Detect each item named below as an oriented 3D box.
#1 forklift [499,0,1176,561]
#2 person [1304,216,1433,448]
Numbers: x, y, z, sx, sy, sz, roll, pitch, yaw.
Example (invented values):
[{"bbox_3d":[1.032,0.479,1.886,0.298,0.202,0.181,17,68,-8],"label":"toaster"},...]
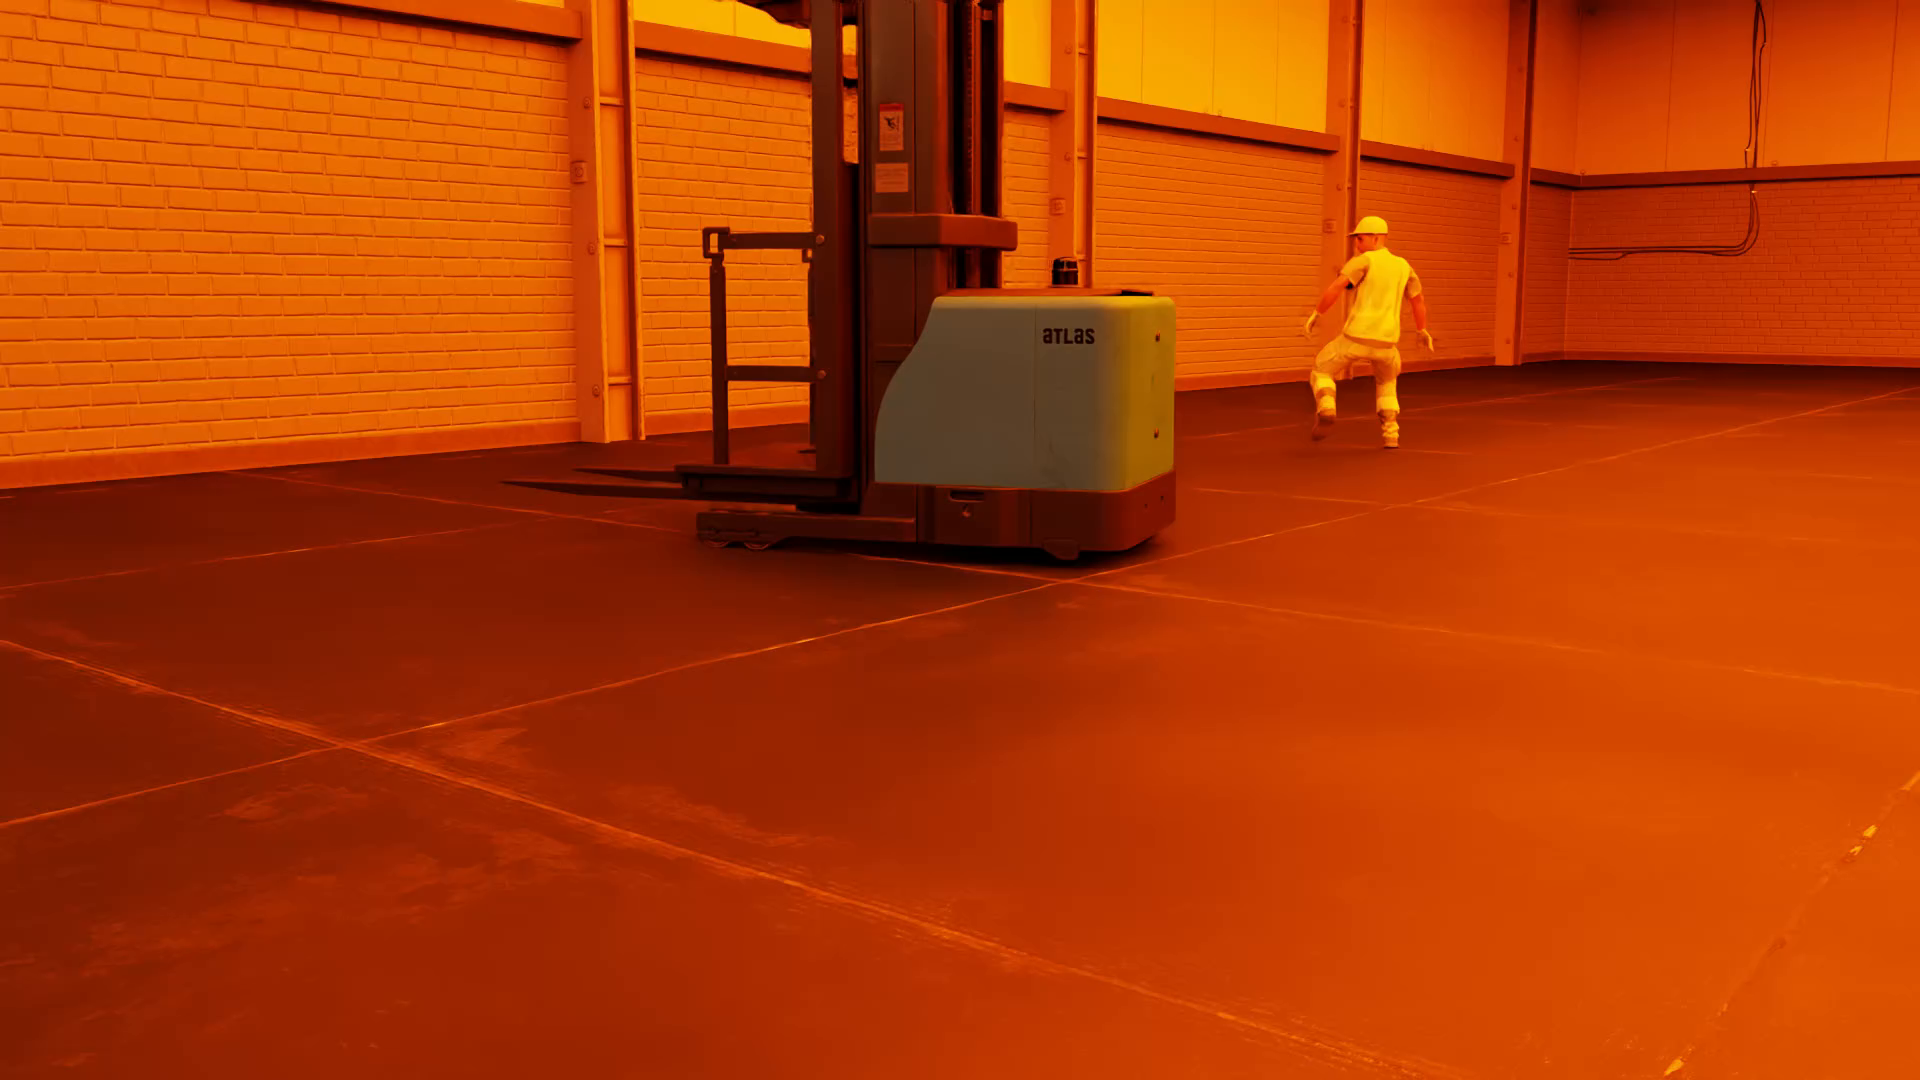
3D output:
[{"bbox_3d":[-0.609,-1.474,7.352,3.031,2.935,1.130,3,9,19],"label":"forklift"},{"bbox_3d":[2.901,-1.455,11.779,1.060,1.648,0.510,-2,8,-11],"label":"person"}]
